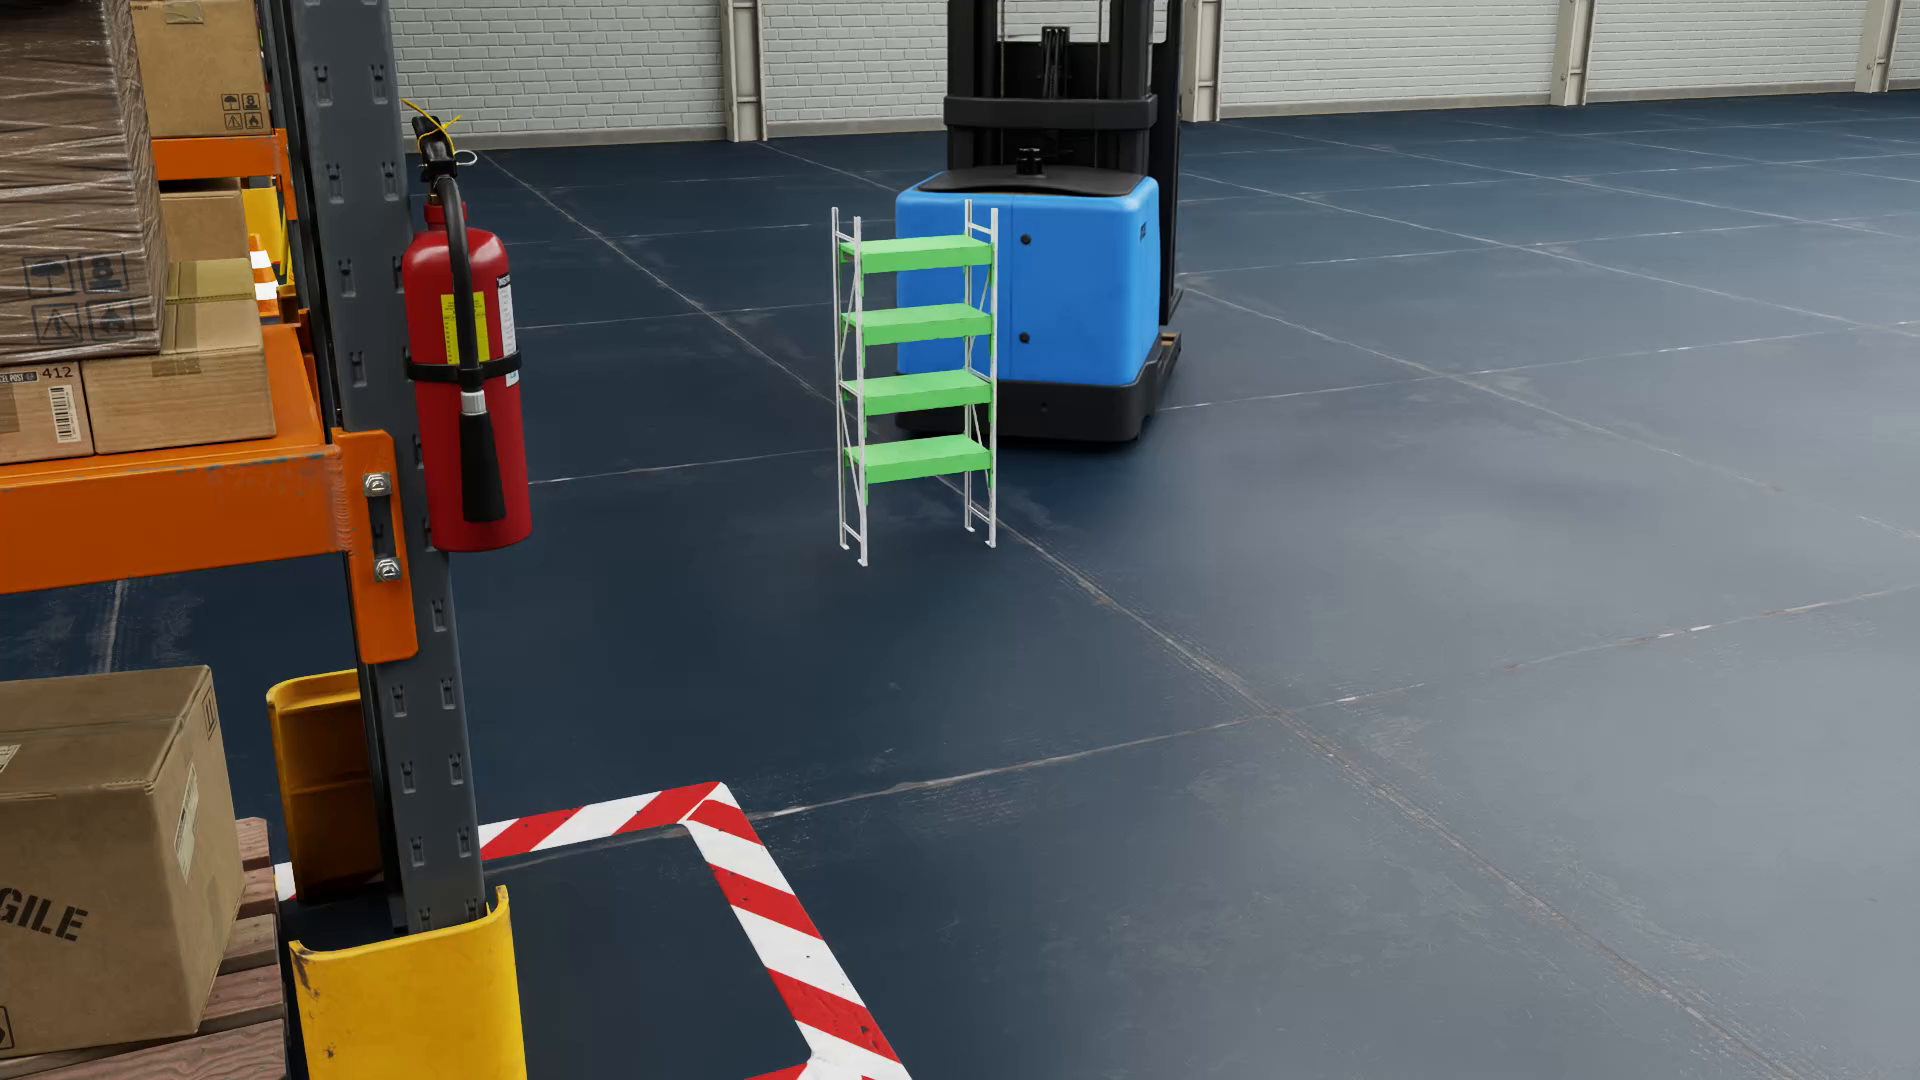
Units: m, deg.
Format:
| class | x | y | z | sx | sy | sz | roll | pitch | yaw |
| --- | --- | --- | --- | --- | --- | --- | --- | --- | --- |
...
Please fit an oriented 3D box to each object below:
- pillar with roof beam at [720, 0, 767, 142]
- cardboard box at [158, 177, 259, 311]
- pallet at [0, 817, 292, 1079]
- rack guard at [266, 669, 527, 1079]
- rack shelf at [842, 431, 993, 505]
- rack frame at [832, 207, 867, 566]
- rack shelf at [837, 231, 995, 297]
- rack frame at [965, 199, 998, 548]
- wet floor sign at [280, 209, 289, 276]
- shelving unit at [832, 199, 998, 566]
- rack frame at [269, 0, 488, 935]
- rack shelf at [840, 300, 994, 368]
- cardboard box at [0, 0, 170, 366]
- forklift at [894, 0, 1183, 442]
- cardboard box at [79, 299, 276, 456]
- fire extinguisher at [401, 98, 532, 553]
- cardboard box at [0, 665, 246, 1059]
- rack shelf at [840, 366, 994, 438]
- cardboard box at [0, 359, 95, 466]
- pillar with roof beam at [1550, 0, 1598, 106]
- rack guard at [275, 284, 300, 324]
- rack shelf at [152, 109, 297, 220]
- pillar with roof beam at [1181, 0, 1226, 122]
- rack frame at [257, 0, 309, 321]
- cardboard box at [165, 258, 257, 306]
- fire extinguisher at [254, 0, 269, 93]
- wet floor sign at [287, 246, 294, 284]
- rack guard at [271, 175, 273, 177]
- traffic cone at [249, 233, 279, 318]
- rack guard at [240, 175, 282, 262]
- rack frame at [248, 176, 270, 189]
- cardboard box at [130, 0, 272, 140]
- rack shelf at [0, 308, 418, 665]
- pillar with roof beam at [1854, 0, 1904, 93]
| class | x | y | z | sx | sy | sz | roll | pitch | yaw |
| --- | --- | --- | --- | --- | --- | --- | --- | --- | --- |
| pillar with roof beam | -0.733 | -7.510 | 13.802 | 0.400 | 9.000 | 9.100 | -8 | 21 | -22 |
| cardboard box | -3.524 | -1.098 | 7.191 | 0.875 | 0.875 | 0.875 | -8 | 21 | -22 |
| pallet | -1.886 | 0.936 | 3.046 | 1.213 | 0.211 | 1.003 | -8 | 21 | -22 |
| rack guard | -1.126 | 0.704 | 3.271 | 0.348 | 0.500 | 1.175 | -8 | 21 | -22 |
| rack shelf | -0.152 | -0.258 | 5.862 | 0.480 | 0.148 | 0.258 | -8 | 21 | -22 |
| rack frame | -0.376 | -0.512 | 5.670 | 0.015 | 1.200 | 0.240 | -8 | 21 | -22 |
| rack shelf | -0.152 | -0.937 | 5.623 | 0.480 | 0.148 | 0.258 | -8 | 21 | -22 |
| rack frame | 0.072 | -0.576 | 5.852 | 0.015 | 1.200 | 0.240 | -8 | 21 | -22 |
| wet floor sign | -4.383 | -2.096 | 11.003 | 0.232 | 0.644 | 0.267 | -1 | 19 | -3 |
| shelving unit | -0.152 | -0.544 | 5.761 | 0.503 | 1.200 | 0.258 | -8 | 21 | -22 |
| rack frame | -1.056 | -0.486 | 2.884 | 0.127 | 3.000 | 1.000 | -8 | 21 | -22 |
| rack shelf | -0.152 | -0.710 | 5.702 | 0.480 | 0.148 | 0.258 | -8 | 21 | -22 |
| cardboard box | -1.572 | -0.609 | 2.637 | 0.500 | 0.500 | 0.875 | -8 | 21 | -22 |
| forklift | 0.533 | -2.246 | 7.989 | 1.130 | 2.935 | 3.031 | 4 | 20 | 12 |
| cardboard box | -1.236 | -0.267 | 2.641 | 0.250 | 0.149 | 0.380 | -8 | 21 | -22 |
| fire extinguisher | -0.768 | -0.324 | 2.541 | 0.183 | 0.674 | 0.296 | -8 | 21 | -22 |
| cardboard box | -1.636 | 0.572 | 3.011 | 0.500 | 0.500 | 0.500 | -4 | 20 | -12 |
| rack shelf | -0.152 | -0.484 | 5.782 | 0.480 | 0.148 | 0.258 | -8 | 21 | -22 |
| cardboard box | -1.466 | -0.234 | 2.548 | 0.250 | 0.149 | 0.380 | -8 | 21 | -22 |
| pillar with roof beam | 10.286 | -9.089 | 18.286 | 0.400 | 9.000 | 9.100 | -8 | 21 | -22 |
| rack guard | -2.906 | -0.835 | 7.642 | 0.348 | 0.500 | 1.175 | -8 | 21 | -22 |
| rack shelf | -4.764 | -1.409 | 6.590 | 4.000 | 0.370 | 1.077 | -8 | 21 | -22 |
| pillar with roof beam | 4.776 | -8.300 | 16.044 | 0.400 | 9.000 | 9.100 | -8 | 21 | -22 |
| rack frame | -2.928 | -2.011 | 7.218 | 0.127 | 3.000 | 1.000 | -8 | 21 | -22 |
| cardboard box | -1.412 | -0.402 | 3.026 | 0.250 | 0.149 | 0.380 | -8 | 21 | -22 |
| fire extinguisher | -4.694 | -3.346 | 11.124 | 0.183 | 0.674 | 0.296 | -8 | 21 | -22 |
| wet floor sign | -3.686 | -1.508 | 9.335 | 0.232 | 0.644 | 0.267 | -12 | 23 | -31 |
| rack guard | -6.929 | -3.845 | 16.189 | 0.348 | 0.500 | 1.175 | -8 | 21 | -22 |
| traffic cone | -4.113 | -1.567 | 9.776 | 0.334 | 0.463 | 0.336 | -8 | 21 | -22 |
| rack guard | -5.051 | -2.319 | 11.854 | 0.348 | 0.500 | 1.175 | -8 | 21 | -22 |
| rack frame | -4.981 | -3.508 | 11.467 | 0.127 | 3.000 | 1.000 | -8 | 21 | -22 |
| cardboard box | -3.251 | -2.019 | 7.015 | 0.550 | 0.550 | 0.875 | -8 | 21 | -22 |
| rack shelf | -2.892 | 0.117 | 2.257 | 4.000 | 0.370 | 1.077 | -8 | 21 | -22 |
| pillar with roof beam | 15.795 | -9.878 | 20.527 | 0.400 | 9.000 | 9.100 | -8 | 21 | -22 |
